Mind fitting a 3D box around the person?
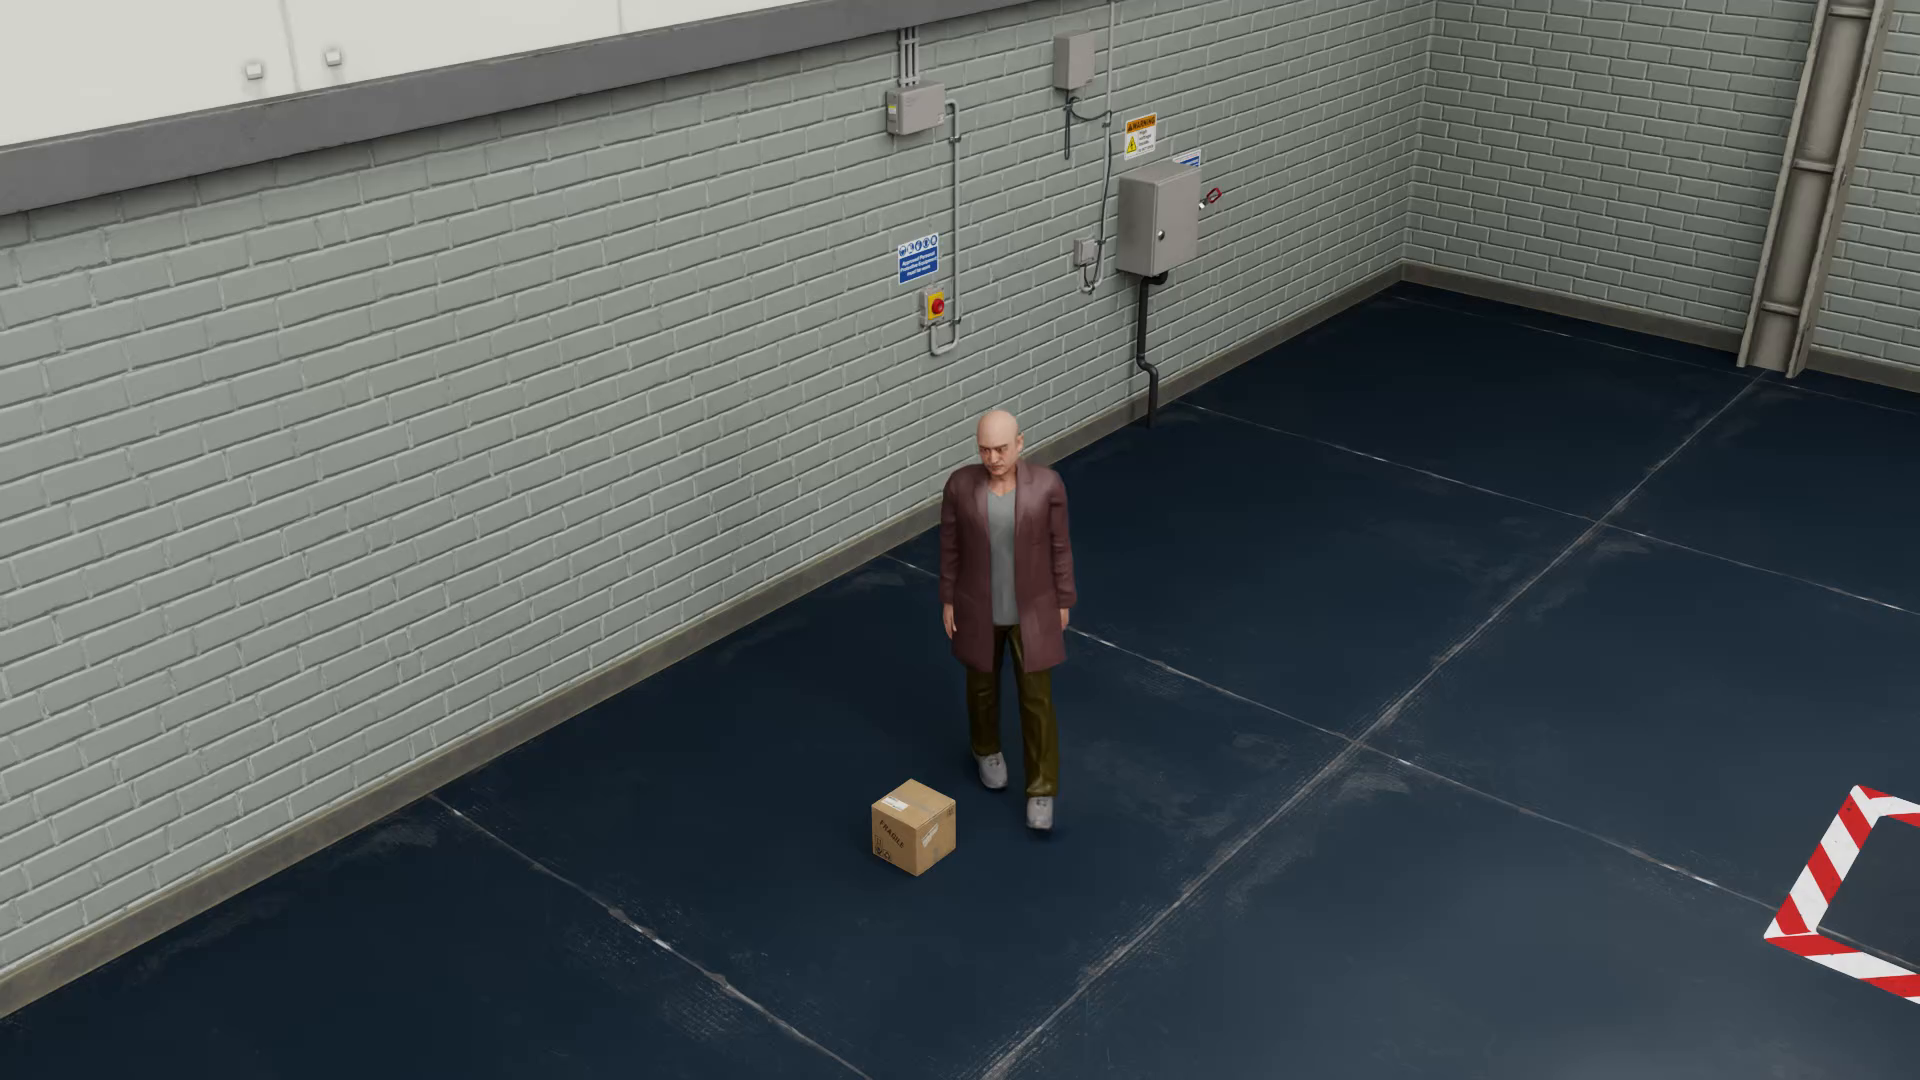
[{"bbox_3d":[0.185,0.339,6.960,0.601,1.779,0.726,3,27,6],"label":"person"}]
